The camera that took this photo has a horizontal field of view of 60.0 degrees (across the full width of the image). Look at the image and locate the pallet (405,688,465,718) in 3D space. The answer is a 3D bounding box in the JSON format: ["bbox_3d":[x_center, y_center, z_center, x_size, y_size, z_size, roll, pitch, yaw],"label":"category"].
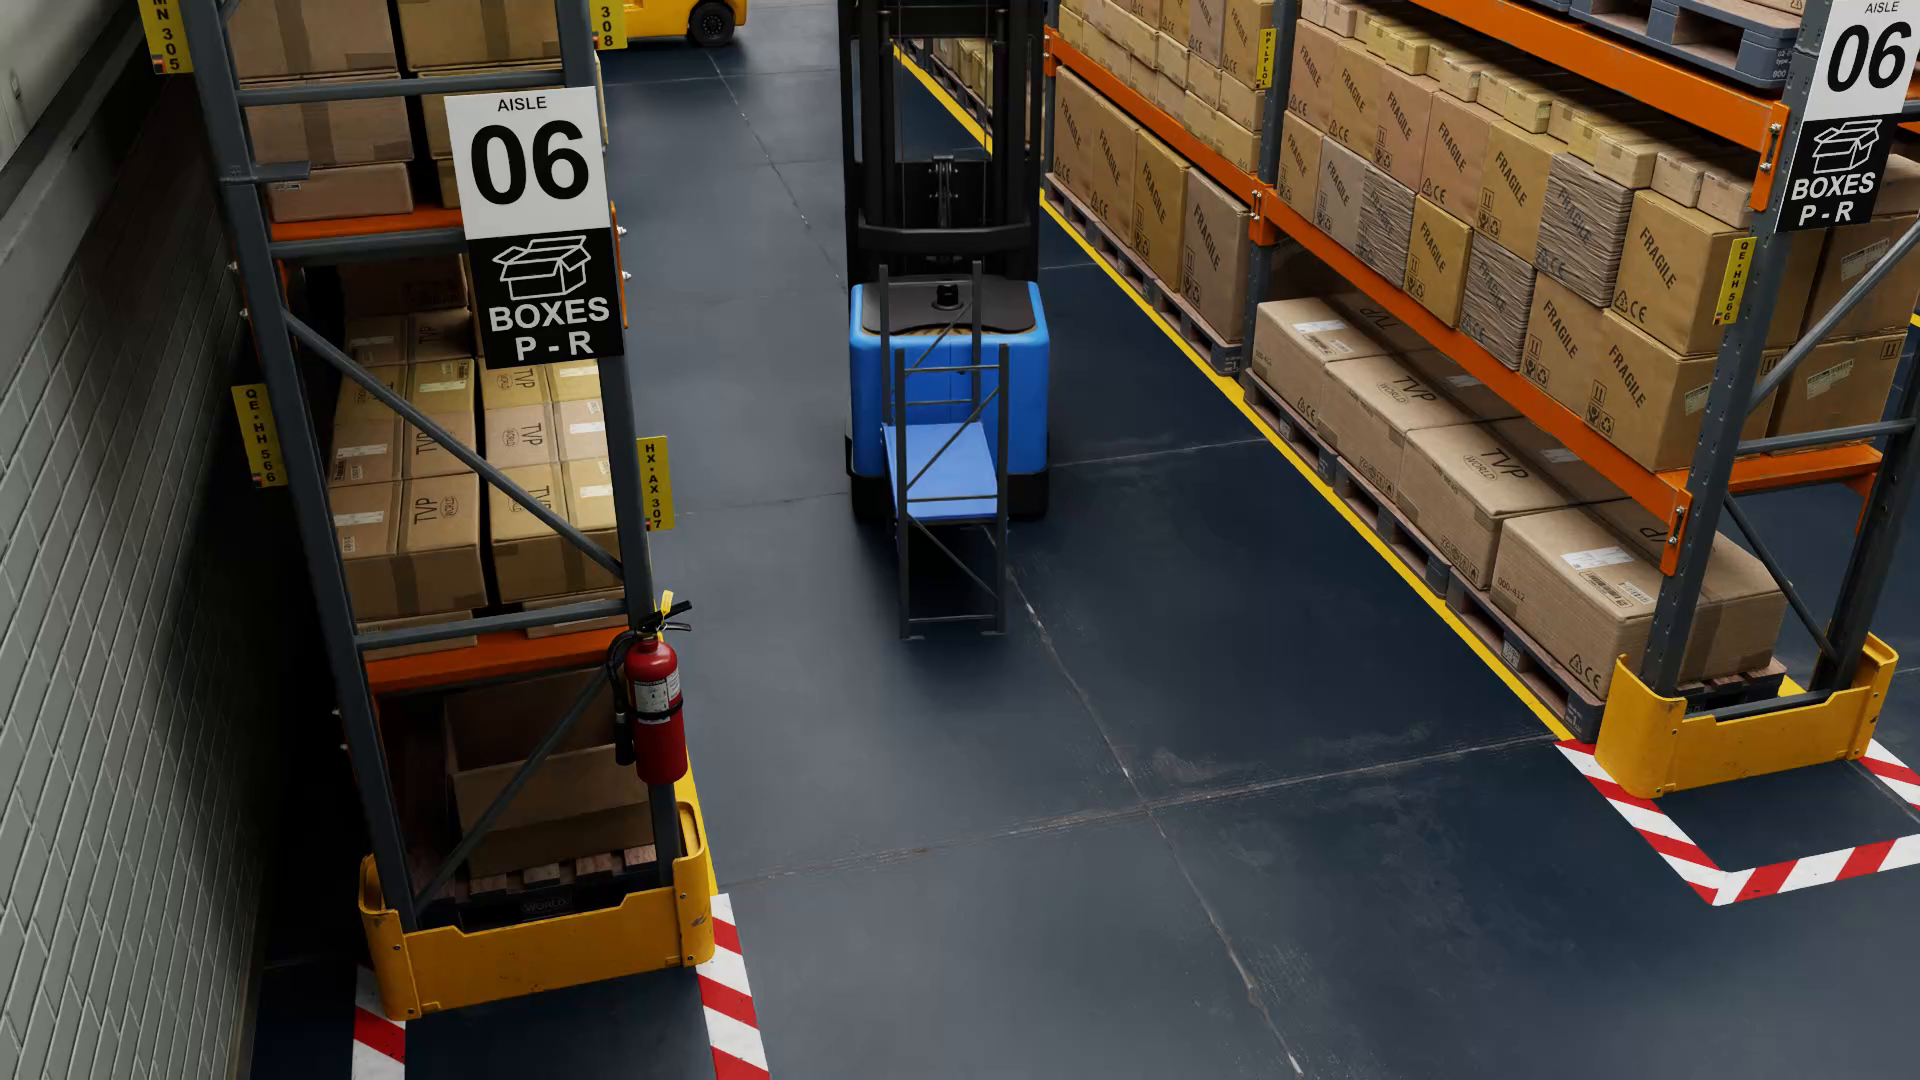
[{"bbox_3d":[-2.030,0.471,7.726,1.003,0.211,1.213,-8,31,-13],"label":"pallet"}]

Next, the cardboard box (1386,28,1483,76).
[{"bbox_3d":[2.321,-2.390,8.139,0.380,0.149,0.250,-9,31,-15],"label":"cardboard box"}]

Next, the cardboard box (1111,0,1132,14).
[{"bbox_3d":[1.343,-3.967,11.511,0.500,0.500,0.500,-7,31,-12],"label":"cardboard box"}]

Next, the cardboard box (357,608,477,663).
[{"bbox_3d":[-1.824,0.258,5.560,0.380,0.149,0.250,-8,31,-14],"label":"cardboard box"}]

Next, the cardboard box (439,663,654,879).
[{"bbox_3d":[-1.548,0.865,6.335,0.797,0.503,0.637,-9,31,-15],"label":"cardboard box"}]

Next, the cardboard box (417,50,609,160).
[{"bbox_3d":[-1.331,-1.339,4.927,0.500,0.250,0.500,-8,31,-14],"label":"cardboard box"}]

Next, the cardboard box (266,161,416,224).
[{"bbox_3d":[-1.785,-1.039,4.808,0.380,0.149,0.250,-7,31,-12],"label":"cardboard box"}]

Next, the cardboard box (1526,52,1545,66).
[{"bbox_3d":[2.913,-2.344,8.060,0.380,0.149,0.250,-8,31,-14],"label":"cardboard box"}]

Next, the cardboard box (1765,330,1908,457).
[{"bbox_3d":[3.457,-0.701,6.867,0.500,0.500,0.500,-8,31,-14],"label":"cardboard box"}]

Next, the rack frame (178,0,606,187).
[{"bbox_3d":[-1.477,-2.323,3.780,1.000,3.000,0.127,-8,31,-13],"label":"rack frame"}]

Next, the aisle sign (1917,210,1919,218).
[{"bbox_3d":[3.606,-1.517,5.781,0.394,0.787,0.004,-8,31,-13],"label":"aisle sign"}]

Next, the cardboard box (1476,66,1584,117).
[{"bbox_3d":[2.576,-2.030,7.517,0.380,0.149,0.250,-7,31,-12],"label":"cardboard box"}]

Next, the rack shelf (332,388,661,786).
[{"bbox_3d":[-2.008,-0.381,7.132,1.077,0.370,4.000,-8,31,-13],"label":"rack shelf"}]

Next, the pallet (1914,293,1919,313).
[{"bbox_3d":[7.204,-1.500,11.131,1.003,0.211,1.213,-8,31,-13],"label":"pallet"}]

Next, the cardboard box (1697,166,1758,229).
[{"bbox_3d":[3.019,-1.291,6.241,0.380,0.149,0.250,-7,31,-13],"label":"cardboard box"}]

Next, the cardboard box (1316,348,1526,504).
[{"bbox_3d":[2.547,-0.643,9.005,0.875,0.438,0.875,-9,31,-15],"label":"cardboard box"}]

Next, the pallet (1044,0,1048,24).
[{"bbox_3d":[0.892,-4.499,13.720,1.213,0.211,1.003,-8,31,-13],"label":"pallet"}]

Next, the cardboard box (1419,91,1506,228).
[{"bbox_3d":[2.523,-1.796,7.761,0.500,0.500,0.500,-8,31,-14],"label":"cardboard box"}]

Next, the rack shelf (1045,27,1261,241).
[{"bbox_3d":[1.715,-2.974,11.613,1.077,0.370,4.000,-8,31,-13],"label":"rack shelf"}]

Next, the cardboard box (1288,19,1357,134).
[{"bbox_3d":[2.139,-2.534,9.035,0.500,0.500,0.500,-8,31,-13],"label":"cardboard box"}]

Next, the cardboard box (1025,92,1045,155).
[{"bbox_3d":[1.044,-3.570,14.128,0.950,0.372,0.625,-10,32,-17],"label":"cardboard box"}]

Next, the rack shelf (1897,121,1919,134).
[{"bbox_3d":[6.461,-3.681,12.834,1.077,0.370,4.000,-8,31,-13],"label":"rack shelf"}]

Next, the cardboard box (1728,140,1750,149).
[{"bbox_3d":[3.384,-1.611,6.793,0.380,0.149,0.250,-7,31,-12],"label":"cardboard box"}]

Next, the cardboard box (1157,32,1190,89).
[{"bbox_3d":[1.611,-3.142,10.834,0.500,0.250,0.500,-7,31,-12],"label":"cardboard box"}]

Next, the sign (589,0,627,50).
[{"bbox_3d":[-0.954,-1.475,4.437,0.100,0.325,0.005,-8,31,-13],"label":"sign"}]

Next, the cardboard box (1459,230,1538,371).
[{"bbox_3d":[2.660,-1.120,7.592,0.500,0.500,0.500,-7,31,-12],"label":"cardboard box"}]

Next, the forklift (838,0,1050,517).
[{"bbox_3d":[-0.110,-2.096,9.446,1.130,2.935,3.031,-1,30,-2],"label":"forklift"}]

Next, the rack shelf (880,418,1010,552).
[{"bbox_3d":[-0.089,-0.284,8.103,0.538,0.185,1.000,-3,30,-5],"label":"rack shelf"}]

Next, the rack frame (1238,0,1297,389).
[{"bbox_3d":[2.246,-2.320,9.764,1.000,3.000,0.127,-8,31,-13],"label":"rack frame"}]

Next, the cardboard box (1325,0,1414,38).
[{"bbox_3d":[2.163,-2.768,8.792,0.380,0.149,0.250,-7,31,-13],"label":"cardboard box"}]

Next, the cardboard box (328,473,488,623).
[{"bbox_3d":[-1.855,0.023,5.568,0.500,0.250,0.500,-7,31,-12],"label":"cardboard box"}]

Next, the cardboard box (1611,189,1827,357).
[{"bbox_3d":[2.950,-1.065,6.498,0.500,0.500,0.500,-7,31,-12],"label":"cardboard box"}]

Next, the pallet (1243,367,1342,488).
[{"bbox_3d":[2.372,-0.735,9.810,1.003,0.211,1.213,-8,31,-13],"label":"pallet"}]

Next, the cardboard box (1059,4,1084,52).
[{"bbox_3d":[1.072,-3.917,12.673,0.500,0.250,0.500,-8,31,-14],"label":"cardboard box"}]

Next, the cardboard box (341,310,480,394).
[{"bbox_3d":[-2.256,-0.718,6.850,0.500,0.250,0.500,-8,31,-13],"label":"cardboard box"}]

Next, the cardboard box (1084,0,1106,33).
[{"bbox_3d":[1.217,-3.876,12.103,0.500,0.250,0.500,-7,31,-12],"label":"cardboard box"}]

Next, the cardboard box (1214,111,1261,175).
[{"bbox_3d":[1.884,-2.438,10.118,0.500,0.250,0.500,-9,31,-14],"label":"cardboard box"}]

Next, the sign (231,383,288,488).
[{"bbox_3d":[-2.017,-0.300,4.802,0.100,0.325,0.005,-8,31,-13],"label":"sign"}]

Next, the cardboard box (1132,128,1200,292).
[{"bbox_3d":[1.757,-2.306,11.442,0.875,0.875,0.875,-7,31,-12],"label":"cardboard box"}]

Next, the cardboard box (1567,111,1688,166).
[{"bbox_3d":[2.752,-1.651,6.863,0.380,0.149,0.250,-7,31,-12],"label":"cardboard box"}]

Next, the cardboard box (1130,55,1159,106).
[{"bbox_3d":[1.493,-3.179,11.398,0.500,0.250,0.500,-8,31,-13],"label":"cardboard box"}]

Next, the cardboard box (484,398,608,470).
[{"bbox_3d":[-1.472,-0.288,6.107,0.500,0.250,0.500,-8,31,-13],"label":"cardboard box"}]

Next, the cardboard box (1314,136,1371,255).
[{"bbox_3d":[2.248,-1.858,8.866,0.500,0.500,0.500,-8,31,-13],"label":"cardboard box"}]

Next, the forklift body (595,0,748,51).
[{"bbox_3d":[-3.462,-6.413,17.683,2.313,2.155,1.214,-8,31,-13],"label":"forklift body"}]

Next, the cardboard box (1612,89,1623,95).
[{"bbox_3d":[3.150,-1.981,7.434,0.380,0.149,0.250,-8,31,-13],"label":"cardboard box"}]

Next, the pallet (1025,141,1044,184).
[{"bbox_3d":[0.978,-3.422,14.452,1.003,0.211,1.213,-8,31,-13],"label":"pallet"}]

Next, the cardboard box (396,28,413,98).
[{"bbox_3d":[-2.005,-1.513,5.227,0.500,0.250,0.500,-8,31,-13],"label":"cardboard box"}]

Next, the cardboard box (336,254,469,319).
[{"bbox_3d":[-2.400,-1.292,7.092,0.500,0.500,0.500,-9,31,-15],"label":"cardboard box"}]

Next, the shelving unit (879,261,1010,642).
[{"bbox_3d":[-0.089,-0.440,8.013,0.538,1.500,1.048,-3,30,-5],"label":"shelving unit"}]

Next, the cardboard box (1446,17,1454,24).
[{"bbox_3d":[2.657,-2.707,8.686,0.380,0.149,0.250,-8,31,-13],"label":"cardboard box"}]

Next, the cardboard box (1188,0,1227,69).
[{"bbox_3d":[1.741,-3.227,10.233,0.500,0.500,0.500,-7,31,-12],"label":"cardboard box"}]

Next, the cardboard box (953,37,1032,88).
[{"bbox_3d":[0.458,-4.628,15.956,0.950,0.372,0.625,-6,31,-10],"label":"cardboard box"}]

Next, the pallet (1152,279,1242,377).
[{"bbox_3d":[1.969,-1.476,11.089,1.003,0.211,1.213,-8,31,-13],"label":"pallet"}]

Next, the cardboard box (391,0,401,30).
[{"bbox_3d":[-2.001,-1.733,5.110,0.500,0.250,0.500,-9,31,-15],"label":"cardboard box"}]
